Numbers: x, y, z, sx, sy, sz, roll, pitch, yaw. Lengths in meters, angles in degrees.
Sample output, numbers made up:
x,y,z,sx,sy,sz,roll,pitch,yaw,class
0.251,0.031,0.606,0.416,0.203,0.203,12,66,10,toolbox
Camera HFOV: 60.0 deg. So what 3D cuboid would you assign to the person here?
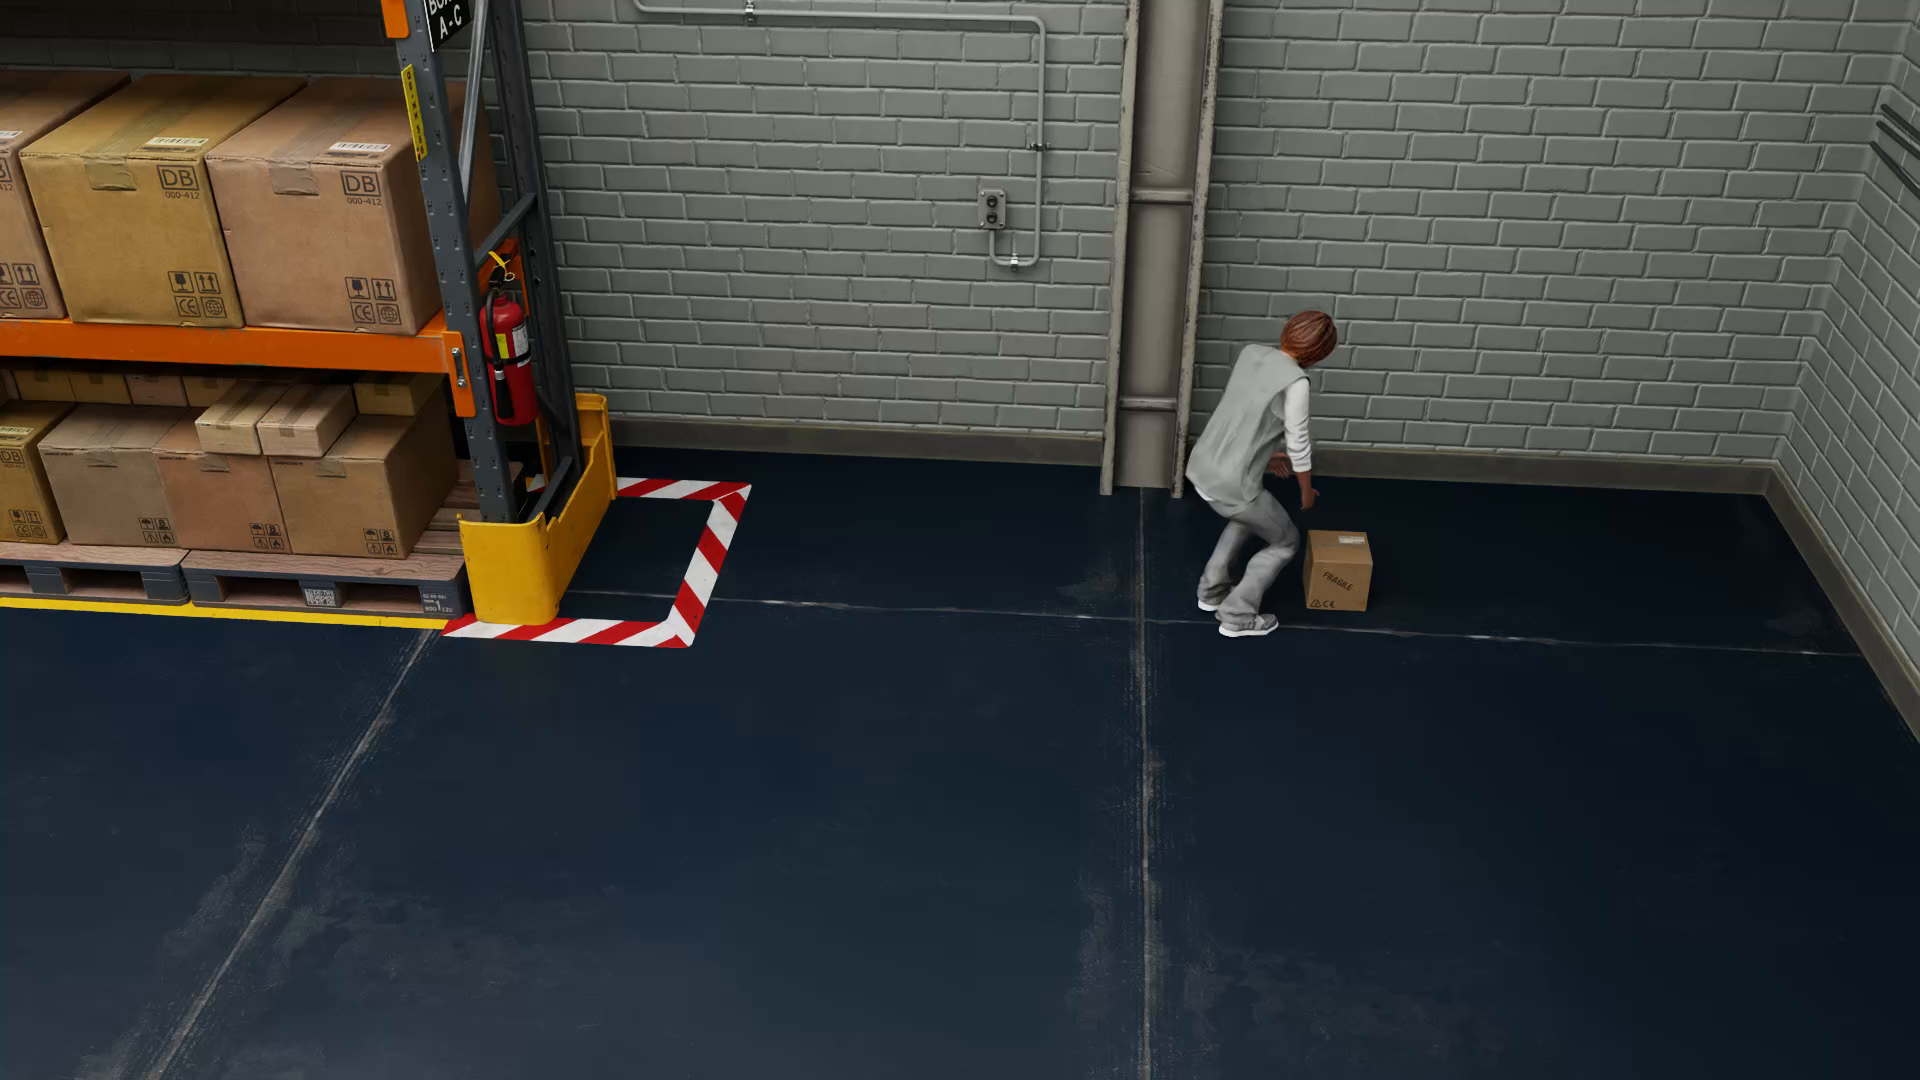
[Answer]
x,y,z,sx,sy,sz,roll,pitch,yaw,class
1.357,-0.108,6.924,0.871,0.947,0.403,-13,35,-19,person
